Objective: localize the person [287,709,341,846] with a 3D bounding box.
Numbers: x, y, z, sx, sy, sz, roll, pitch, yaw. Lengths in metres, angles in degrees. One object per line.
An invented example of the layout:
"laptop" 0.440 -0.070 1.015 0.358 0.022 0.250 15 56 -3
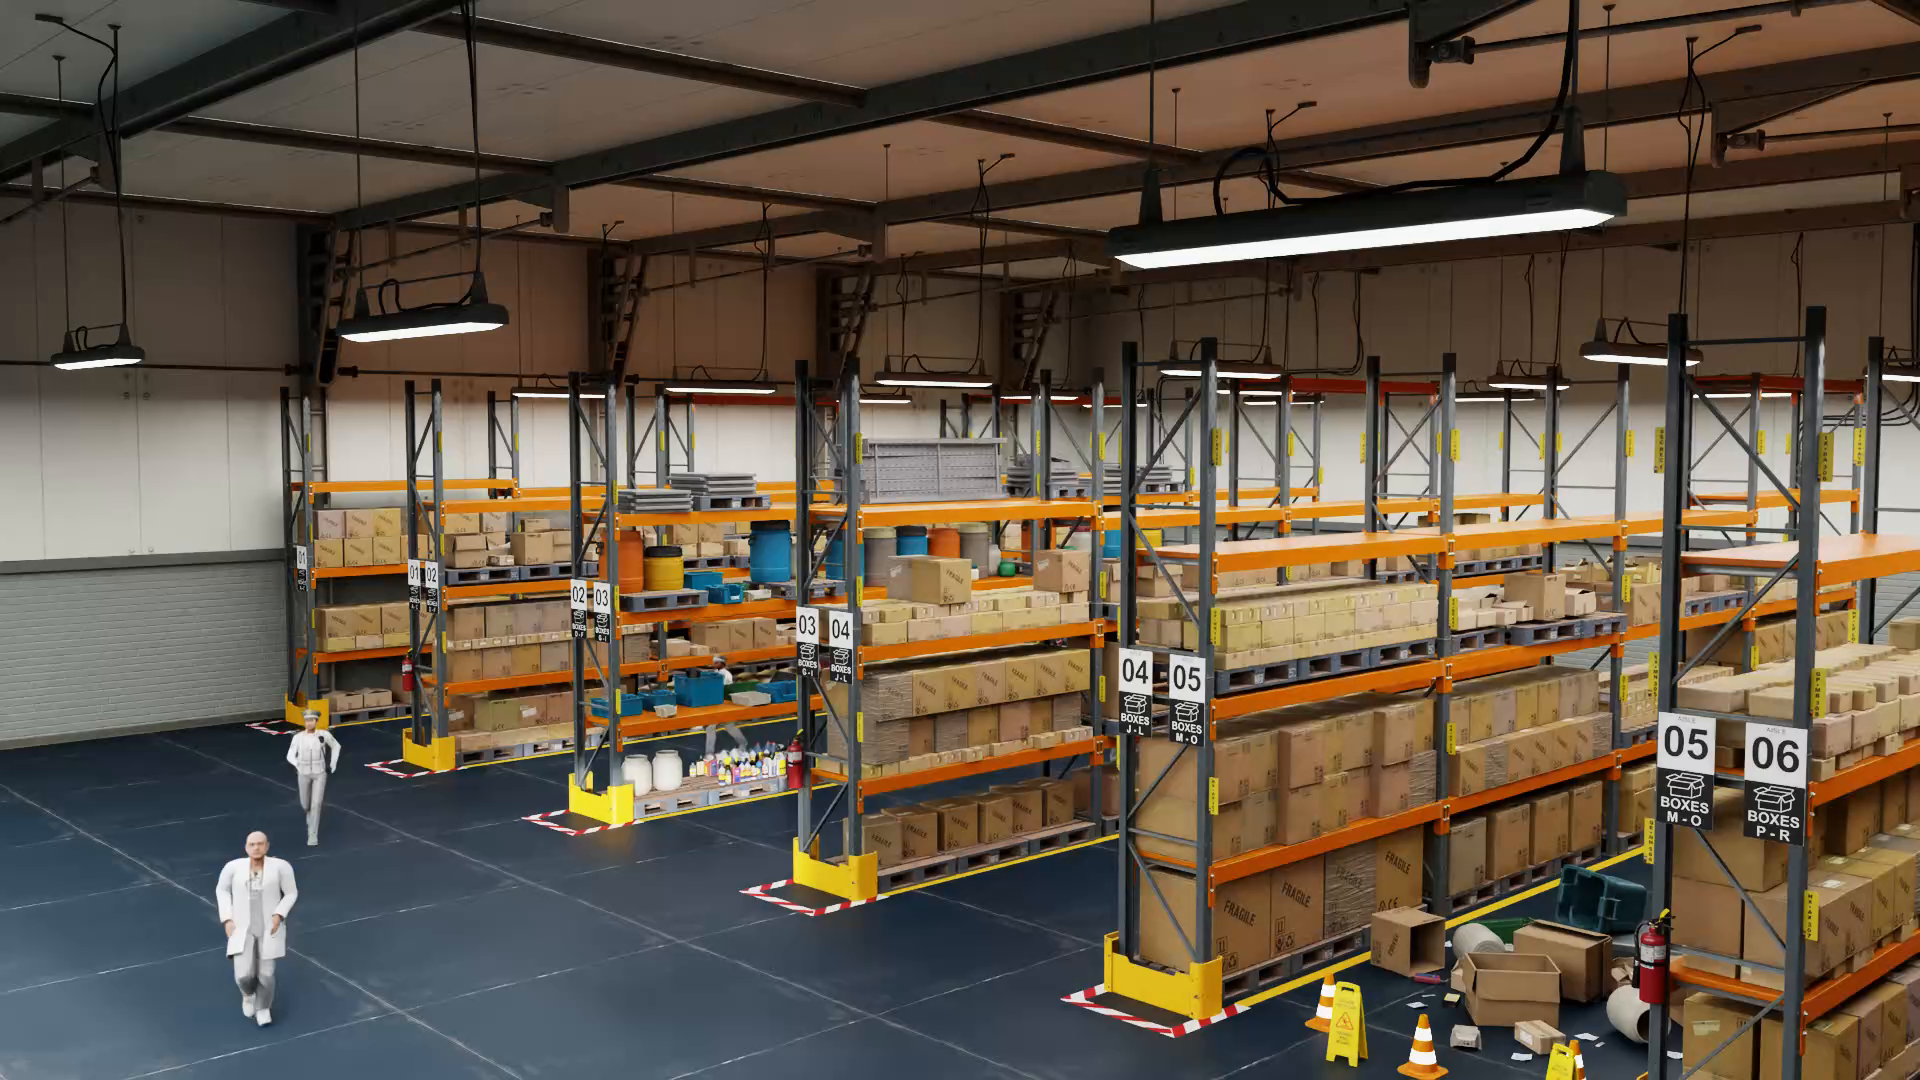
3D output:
"person" -8.226 2.979 21.169 0.630 1.674 0.913 -1 4 -15

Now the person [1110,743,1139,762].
"person" 2.500 2.731 25.799 0.547 1.564 0.767 3 5 36

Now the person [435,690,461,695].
"person" -8.435 2.589 27.701 0.561 1.626 0.573 3 5 37

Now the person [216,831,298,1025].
"person" -6.109 3.384 14.461 0.660 1.715 0.653 -1 4 -21

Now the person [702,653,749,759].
"person" -3.749 2.620 26.237 0.567 1.692 0.915 3 5 40
